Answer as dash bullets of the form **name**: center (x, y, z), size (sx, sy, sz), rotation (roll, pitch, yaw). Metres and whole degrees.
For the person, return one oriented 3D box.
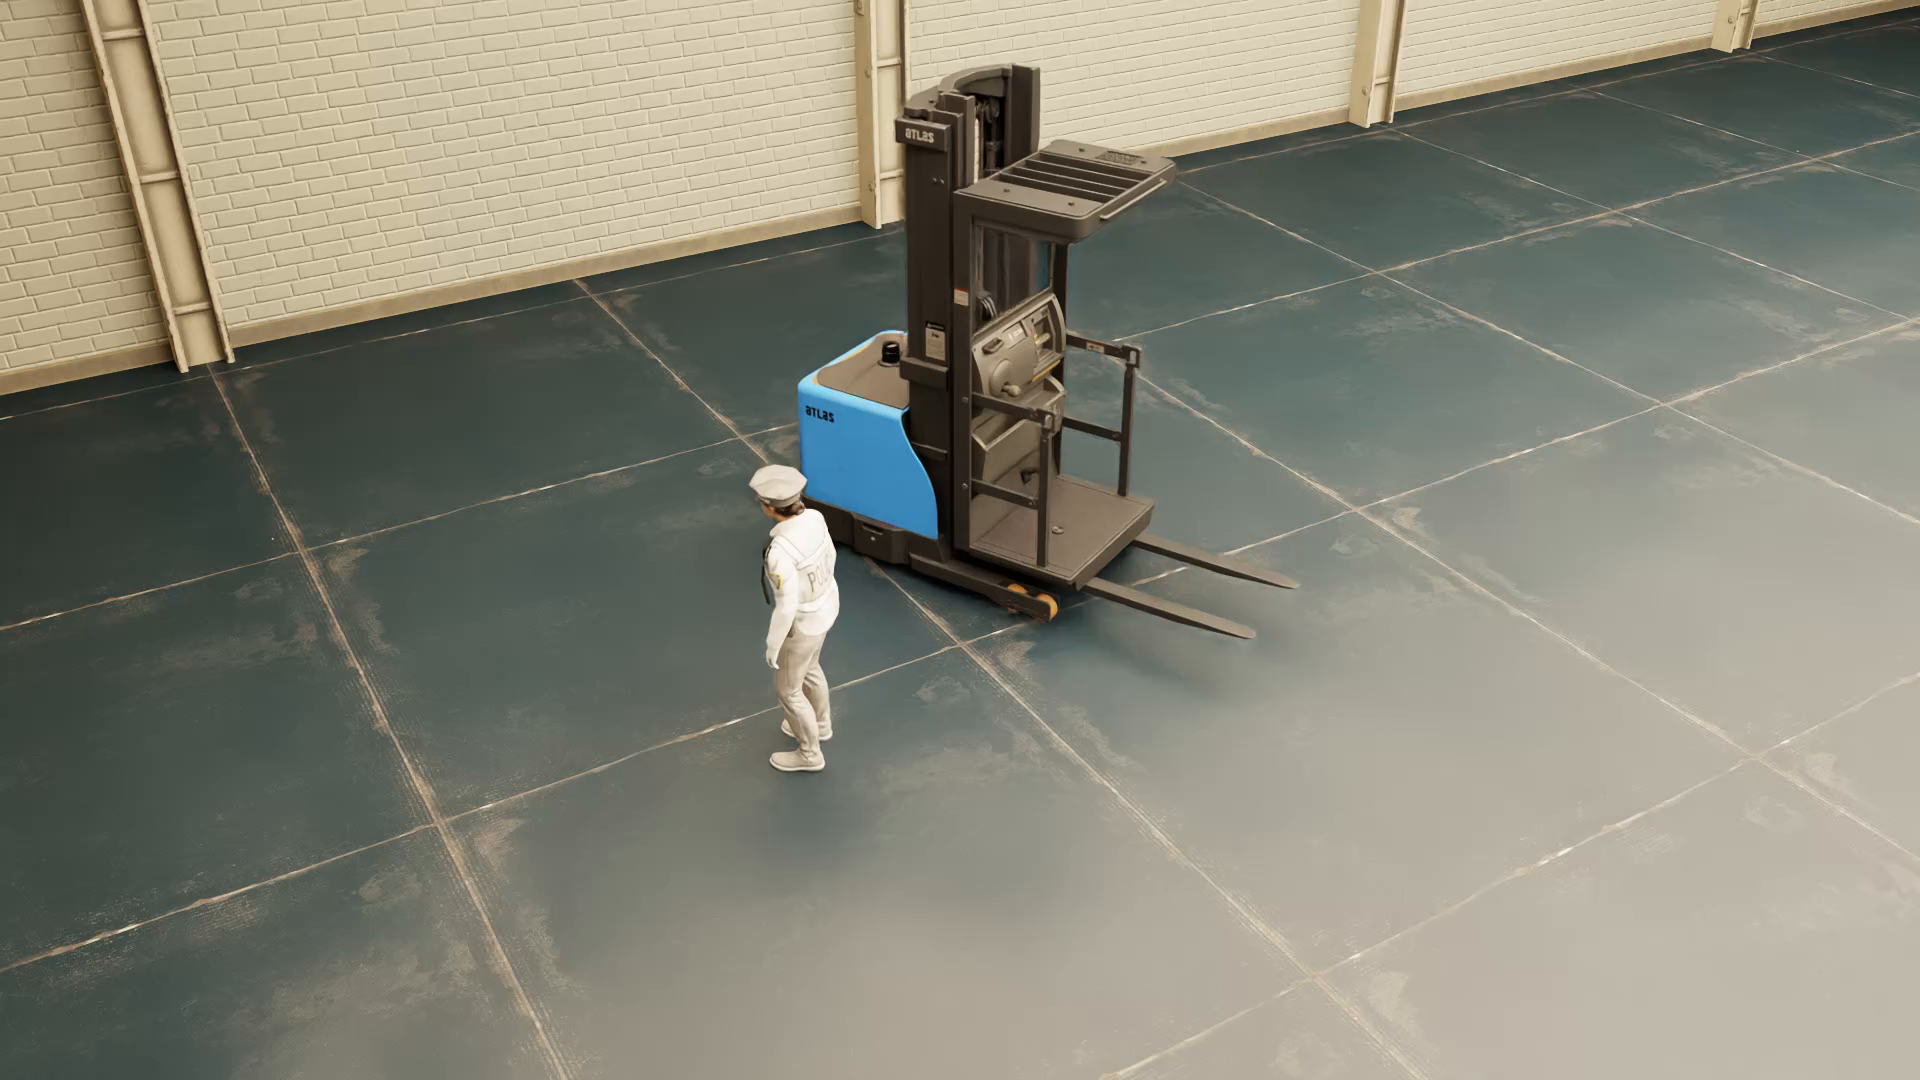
- **person**: center (-0.809, 0.400, 8.220), size (0.396, 1.659, 0.591), rotation (10, 32, 16)

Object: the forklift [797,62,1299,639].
- **forklift**: center (0.516, -1.088, 9.464), size (3.031, 2.935, 1.130), rotation (18, 35, 28)
